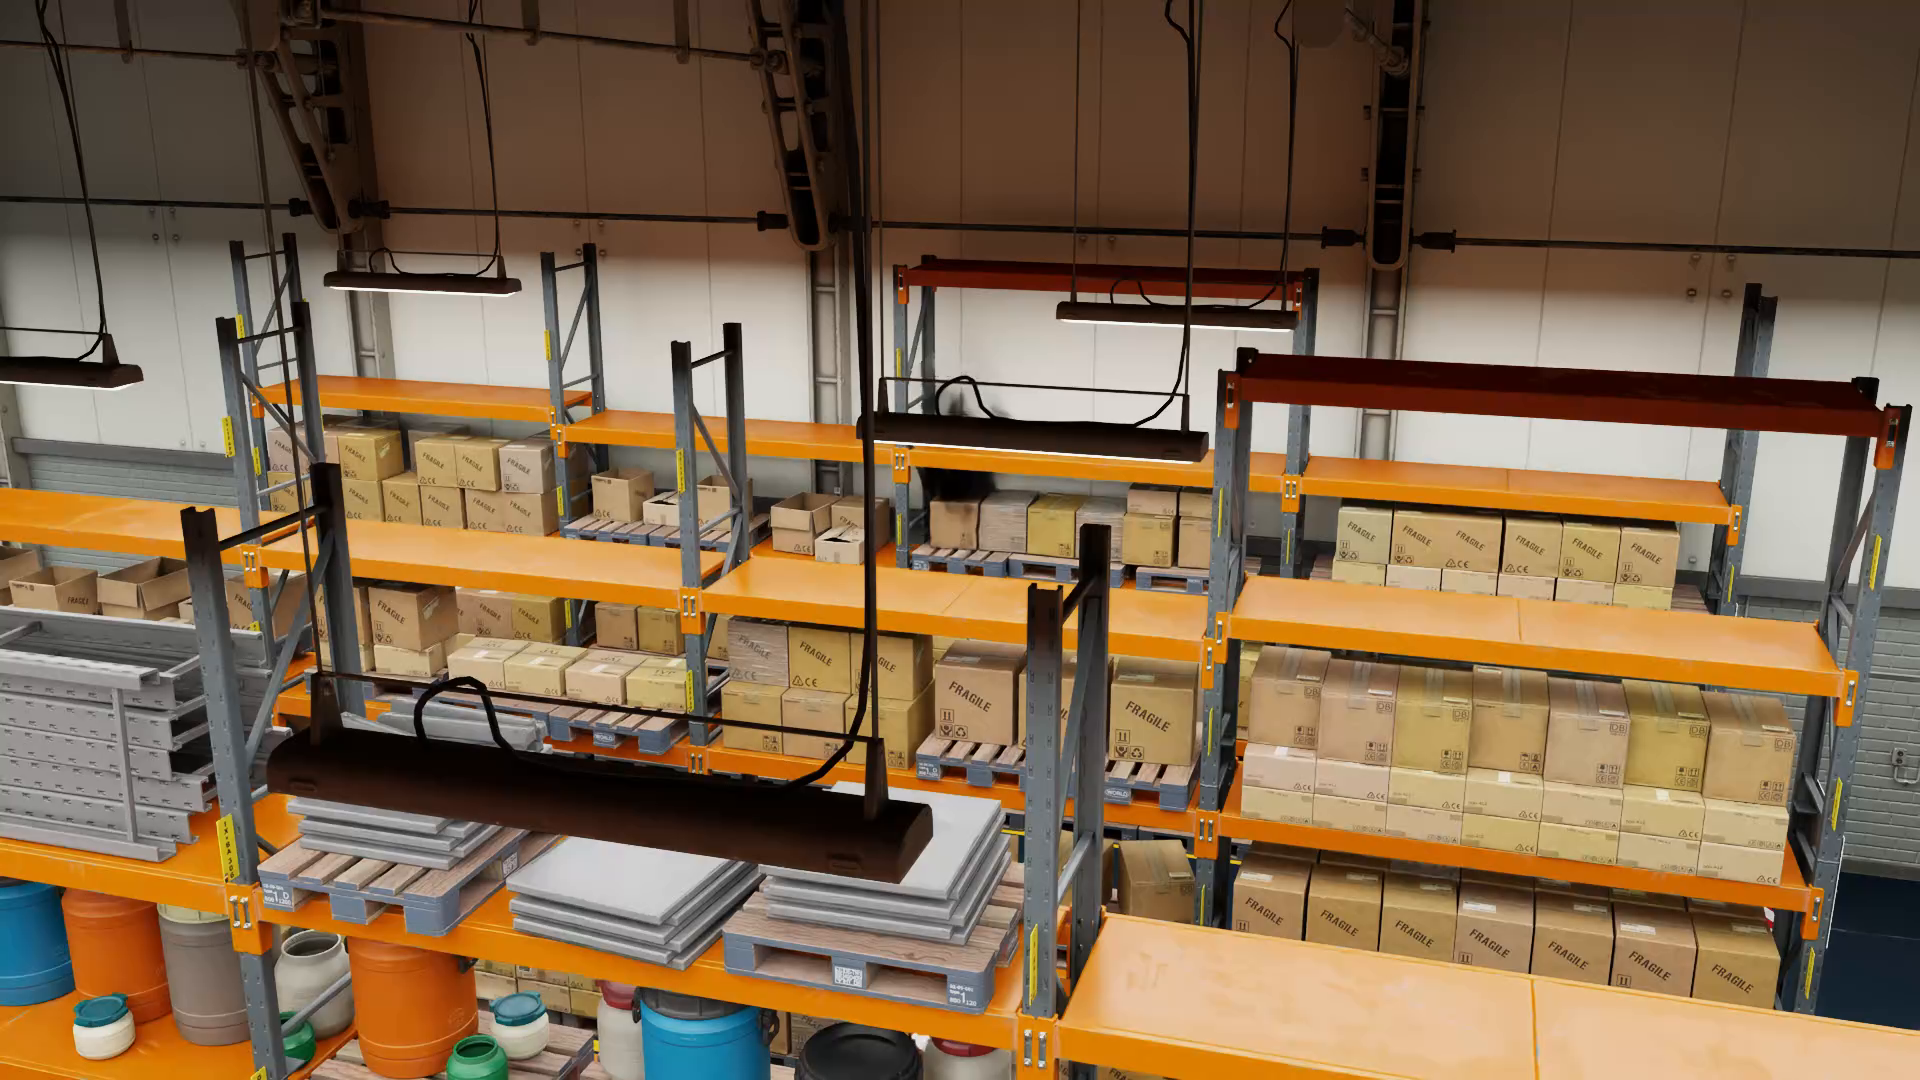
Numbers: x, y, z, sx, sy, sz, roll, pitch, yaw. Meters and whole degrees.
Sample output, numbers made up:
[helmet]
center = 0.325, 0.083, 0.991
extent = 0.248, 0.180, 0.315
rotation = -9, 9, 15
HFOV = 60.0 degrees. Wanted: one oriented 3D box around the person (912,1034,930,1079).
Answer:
[person]
center = -0.201, 4.111, 11.299
extent = 0.757, 1.834, 0.658
rotation = 1, 16, 5
